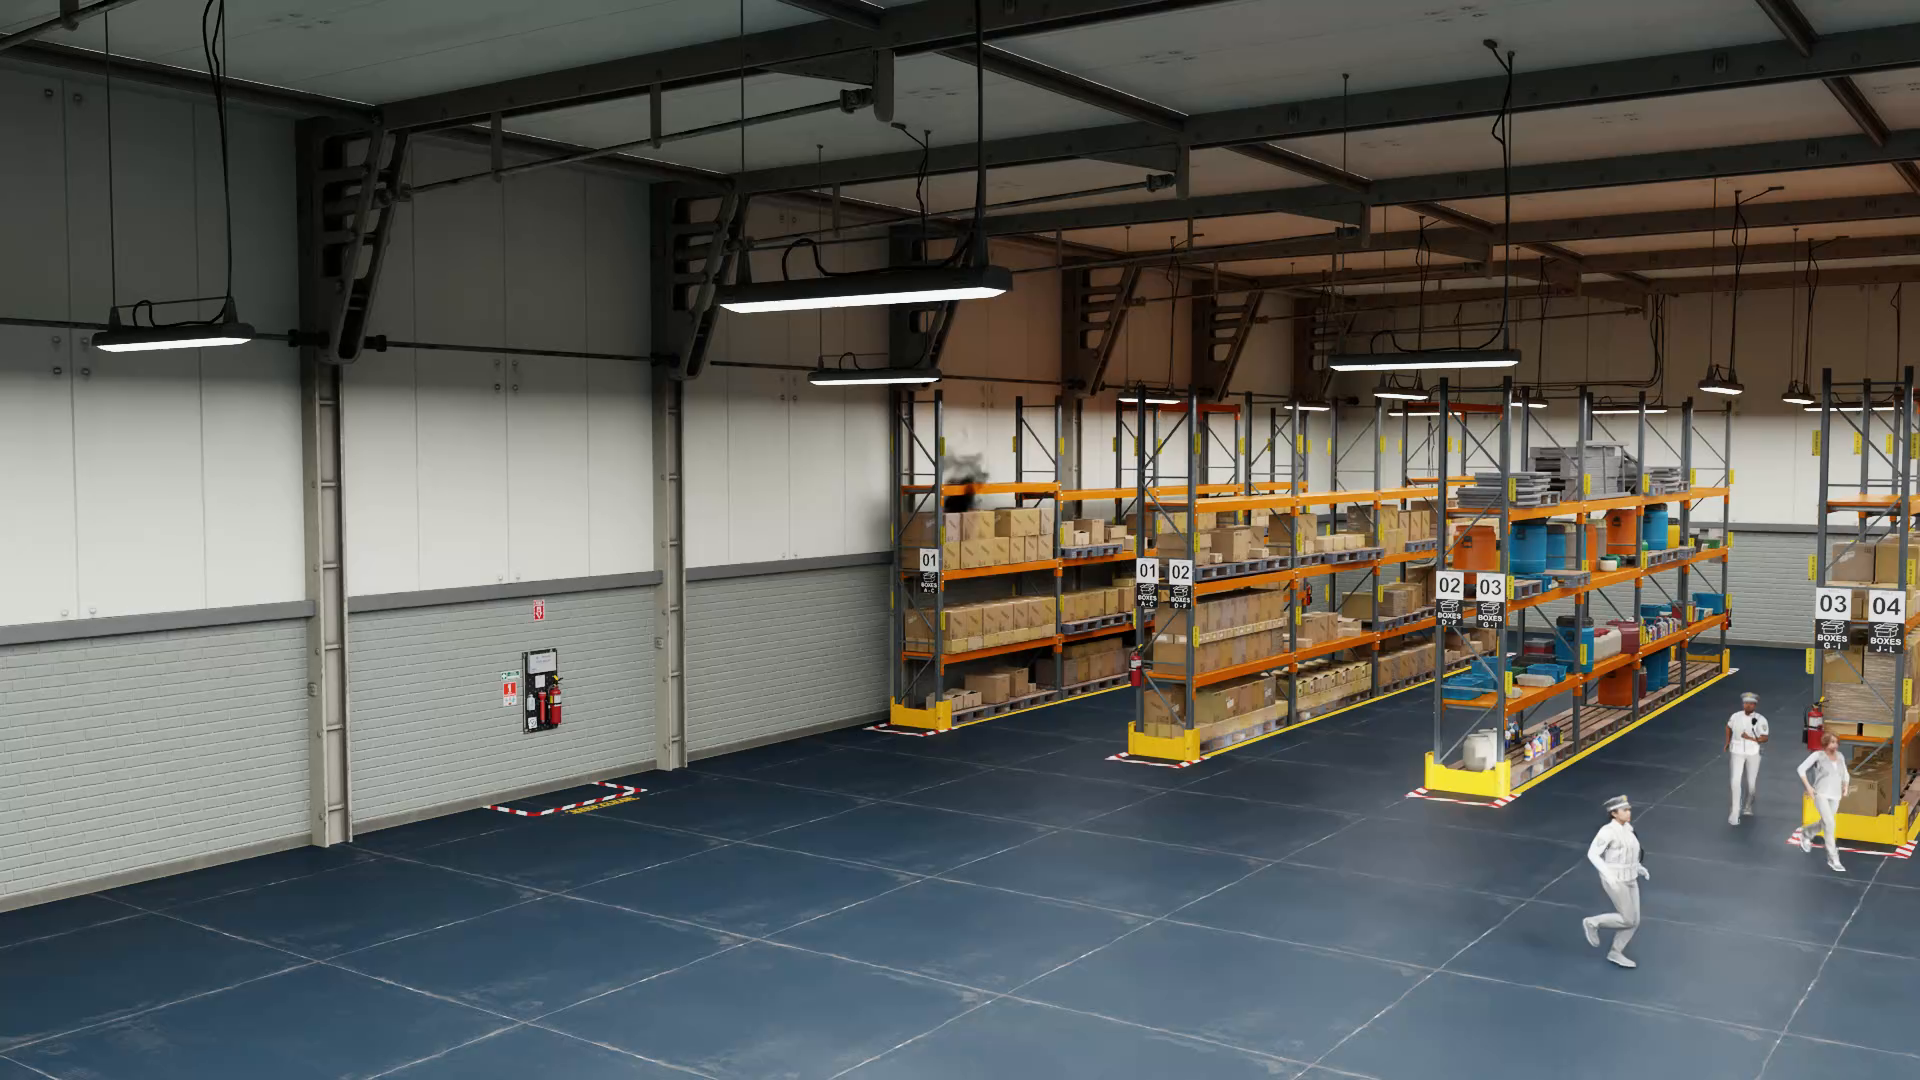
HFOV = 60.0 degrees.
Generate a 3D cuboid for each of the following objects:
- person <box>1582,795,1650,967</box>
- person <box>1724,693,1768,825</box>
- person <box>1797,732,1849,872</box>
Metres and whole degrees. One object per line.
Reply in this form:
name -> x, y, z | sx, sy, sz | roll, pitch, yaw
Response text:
person -> 6.361, 3.280, 16.087 | 0.621, 1.652, 0.530 | -2, 4, -37
person -> 10.481, 2.889, 22.195 | 0.548, 1.720, 0.785 | 2, 4, 31
person -> 10.351, 3.085, 19.910 | 0.557, 1.593, 0.860 | -1, 3, -11
